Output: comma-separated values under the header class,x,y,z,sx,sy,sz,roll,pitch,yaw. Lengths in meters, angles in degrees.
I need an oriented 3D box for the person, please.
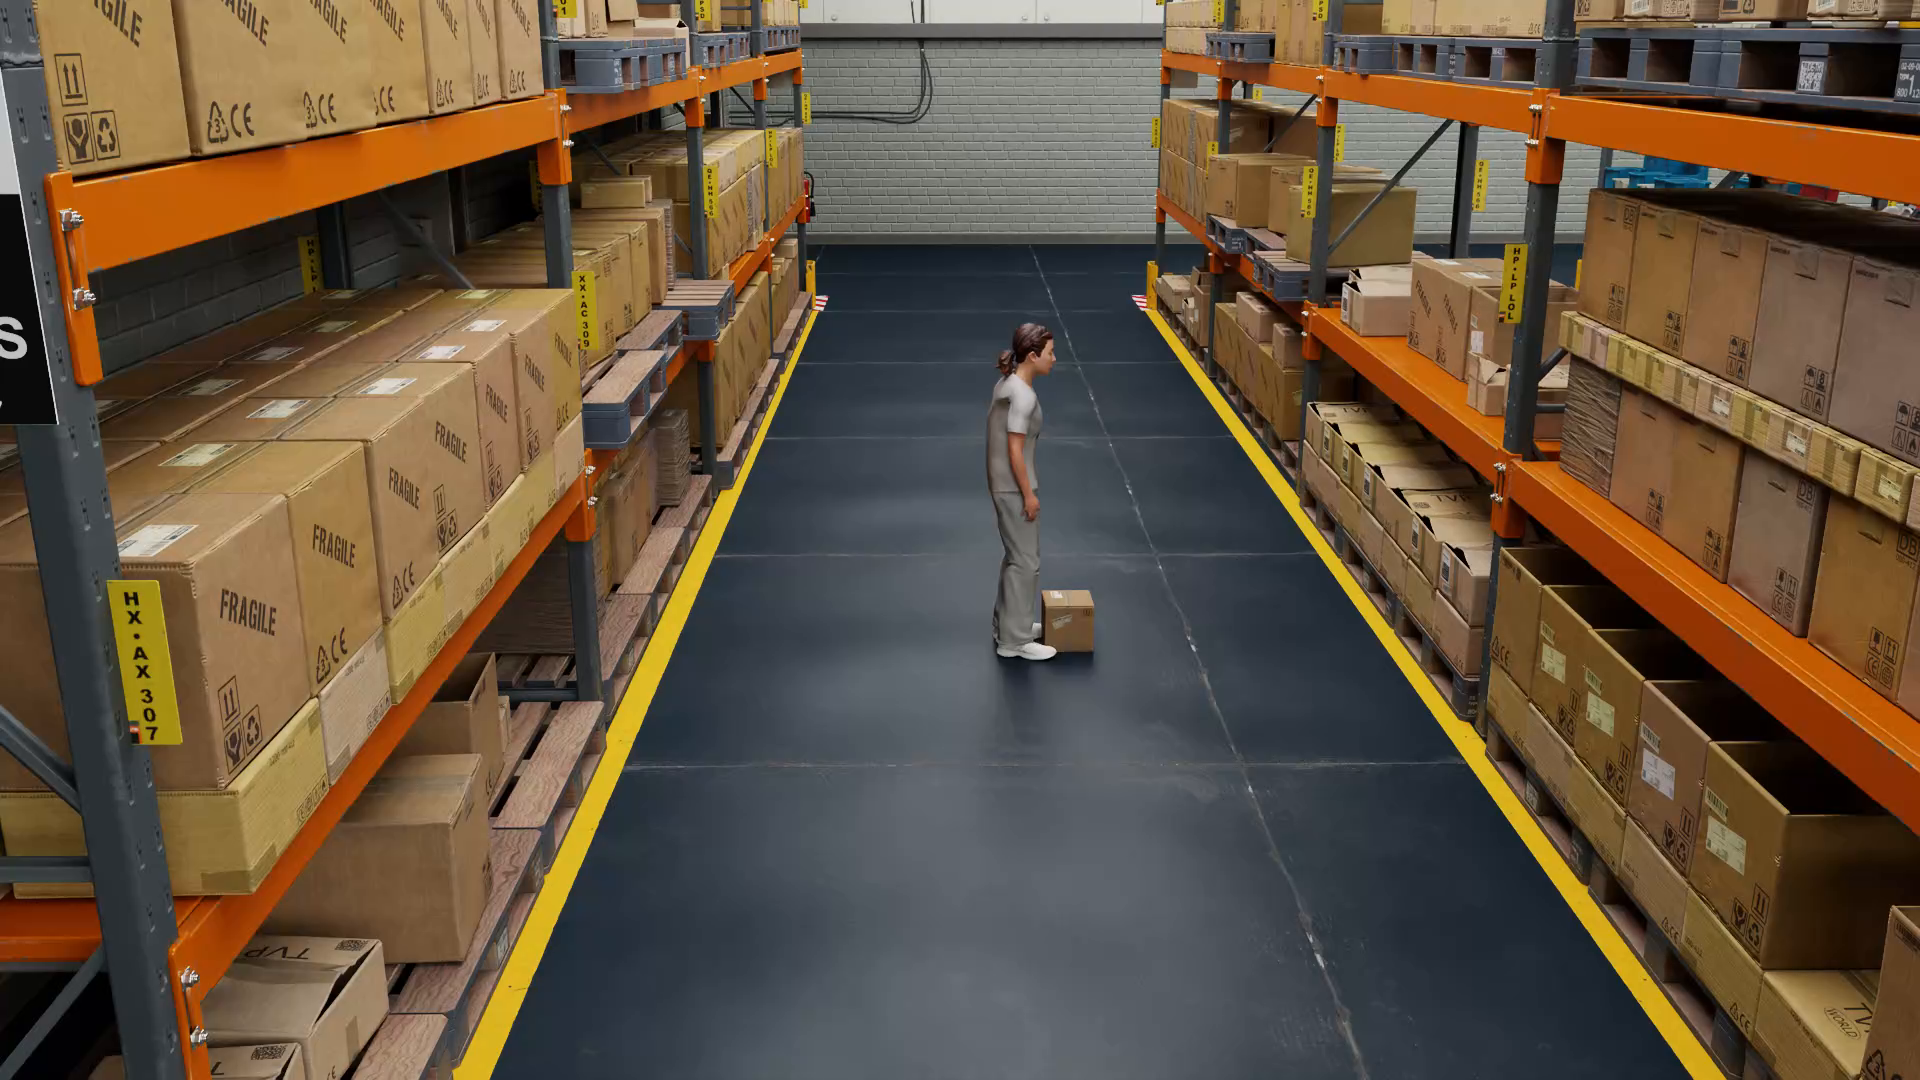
class,x,y,z,sx,sy,sz,roll,pitch,yaw
person,0.309,-0.257,8.379,0.357,1.673,0.486,0,17,0
